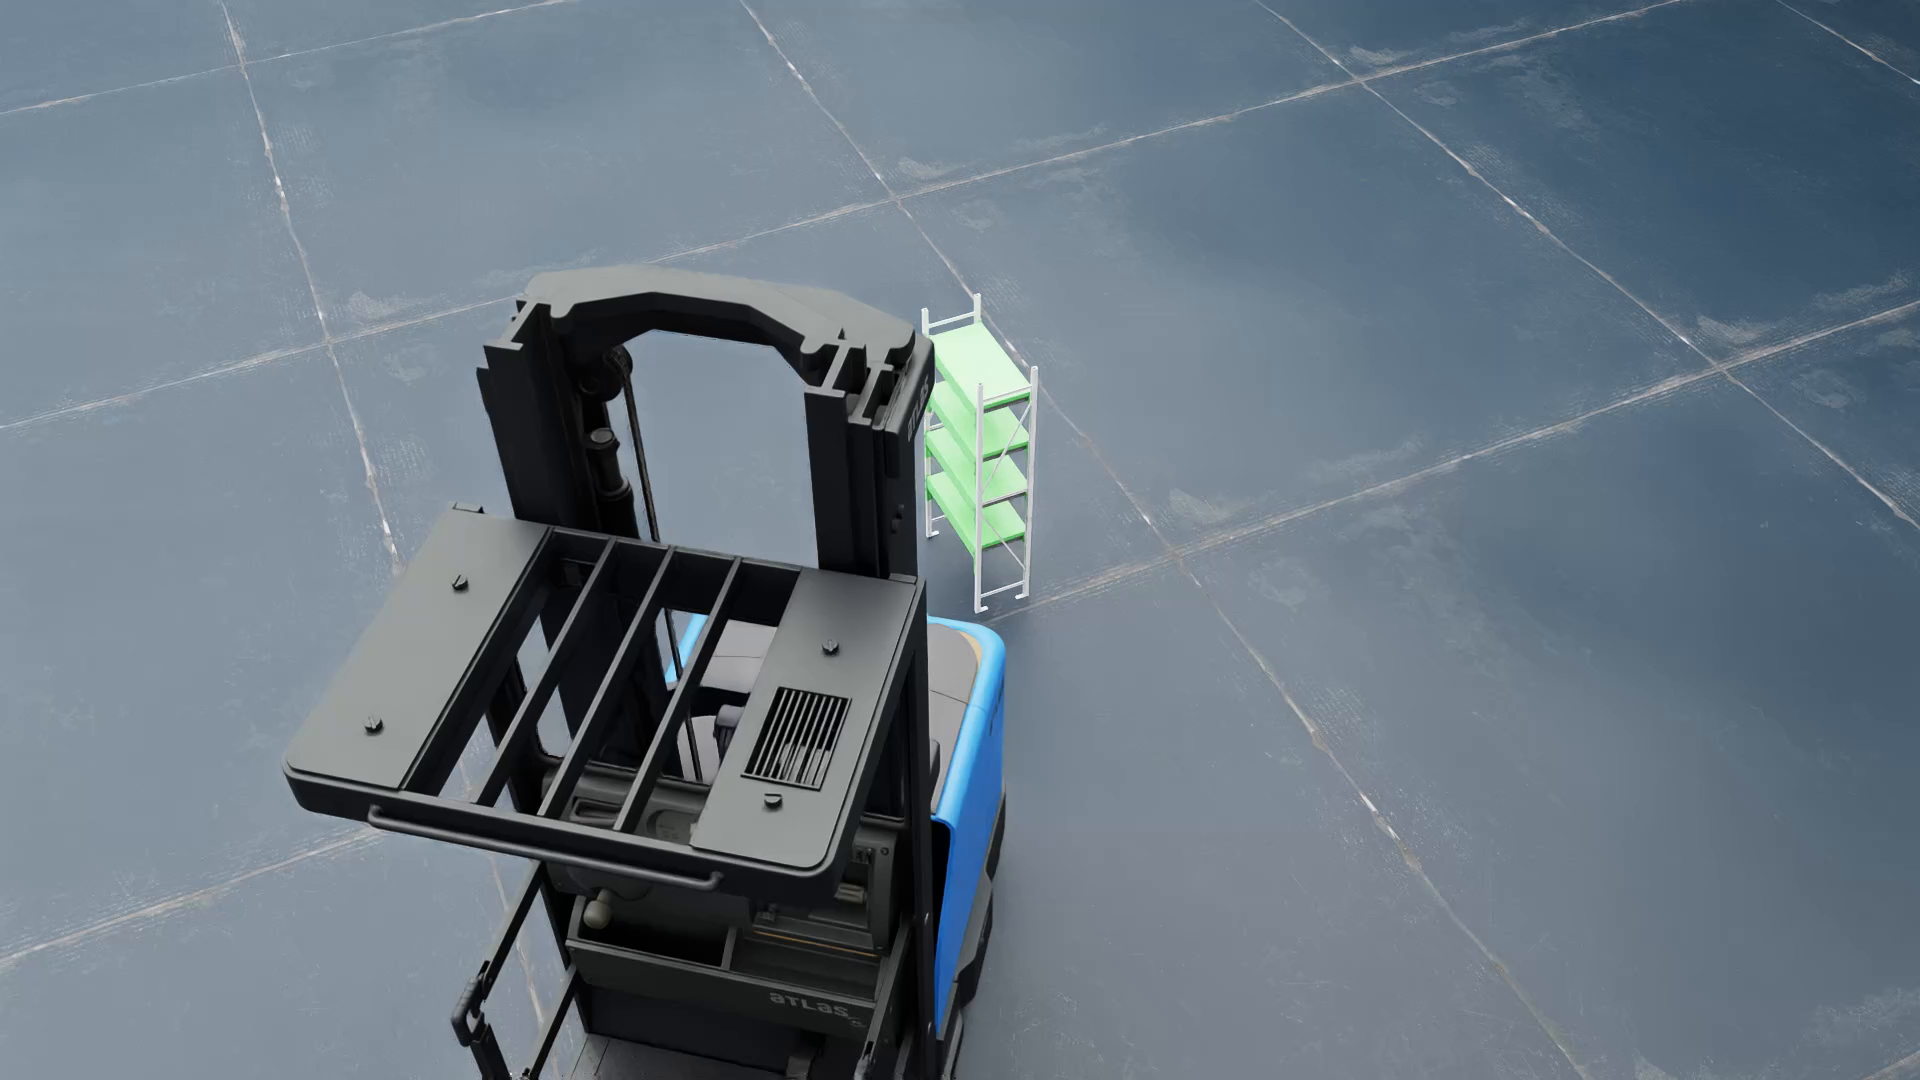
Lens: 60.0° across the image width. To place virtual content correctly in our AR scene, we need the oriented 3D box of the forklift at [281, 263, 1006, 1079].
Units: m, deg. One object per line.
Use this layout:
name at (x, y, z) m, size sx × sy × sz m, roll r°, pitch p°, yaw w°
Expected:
forklift at (-0.666, 0.937, 4.082) m, size 1.130 × 2.935 × 3.031 m, roll 9°, pitch 45°, yaw 9°

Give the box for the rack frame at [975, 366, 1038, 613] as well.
rack frame at (0.172, -0.166, 6.433) m, size 0.240 × 1.200 × 0.015 m, roll -18°, pitch 47°, yaw -17°

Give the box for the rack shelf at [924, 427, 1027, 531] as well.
rack shelf at (0.070, -0.276, 6.635) m, size 0.258 × 0.148 × 0.480 m, roll -18°, pitch 47°, yaw -17°

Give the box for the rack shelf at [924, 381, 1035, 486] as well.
rack shelf at (0.070, -0.447, 6.467) m, size 0.258 × 0.148 × 0.480 m, roll -18°, pitch 47°, yaw -17°

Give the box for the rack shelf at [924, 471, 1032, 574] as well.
rack shelf at (0.070, -0.105, 6.804) m, size 0.258 × 0.148 × 0.480 m, roll -18°, pitch 47°, yaw -17°

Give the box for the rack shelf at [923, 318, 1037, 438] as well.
rack shelf at (0.070, -0.618, 6.298) m, size 0.258 × 0.148 × 0.480 m, roll -18°, pitch 47°, yaw -17°

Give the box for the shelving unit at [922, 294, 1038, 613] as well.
shelving unit at (0.070, -0.322, 6.591) m, size 0.258 × 1.200 × 0.503 m, roll -18°, pitch 47°, yaw -17°

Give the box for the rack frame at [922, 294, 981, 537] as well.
rack frame at (-0.033, -0.477, 6.748) m, size 0.240 × 1.200 × 0.015 m, roll -18°, pitch 47°, yaw -17°
